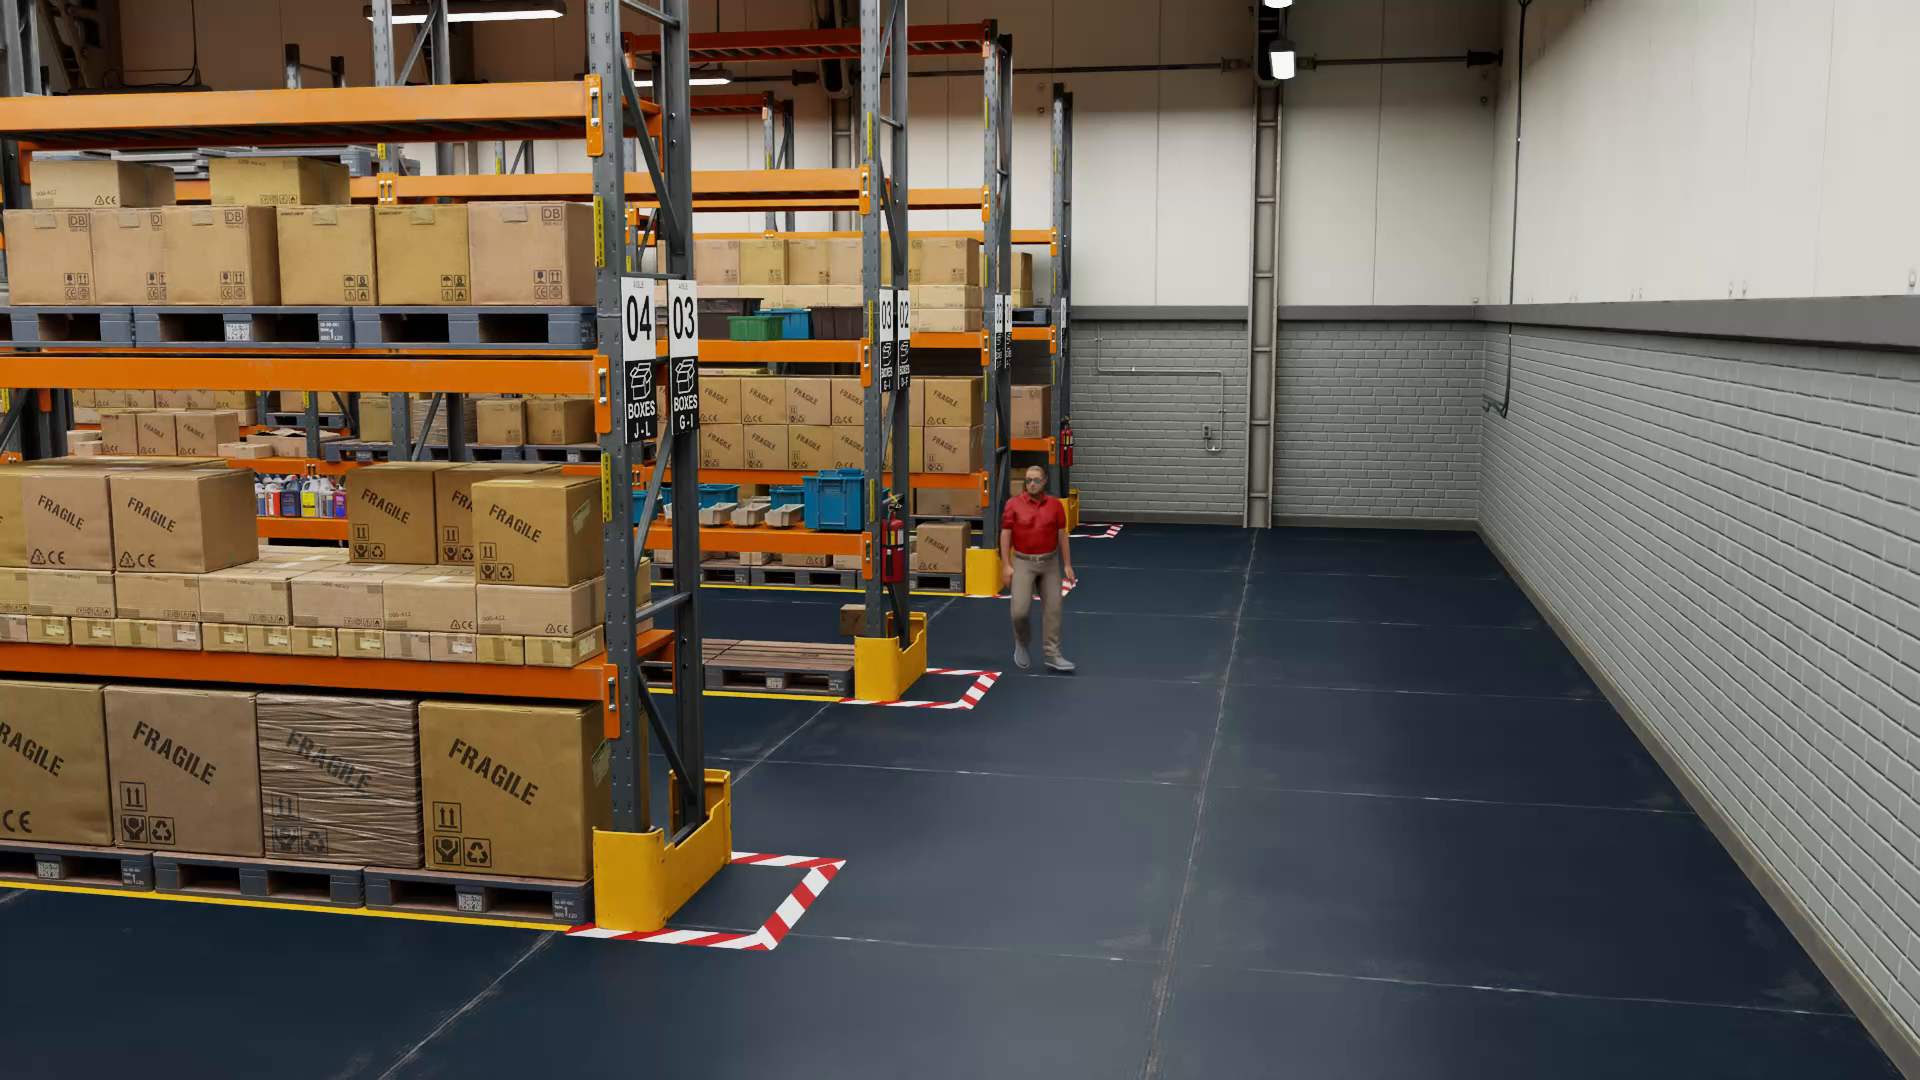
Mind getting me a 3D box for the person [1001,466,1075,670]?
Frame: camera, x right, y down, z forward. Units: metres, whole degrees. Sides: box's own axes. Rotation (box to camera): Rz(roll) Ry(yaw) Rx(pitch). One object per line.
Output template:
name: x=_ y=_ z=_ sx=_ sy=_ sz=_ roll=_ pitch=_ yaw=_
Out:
person: x=0.644 y=0.237 z=14.024 sx=0.590 sy=1.731 sz=0.490 roll=-3 pitch=8 yaw=-19
